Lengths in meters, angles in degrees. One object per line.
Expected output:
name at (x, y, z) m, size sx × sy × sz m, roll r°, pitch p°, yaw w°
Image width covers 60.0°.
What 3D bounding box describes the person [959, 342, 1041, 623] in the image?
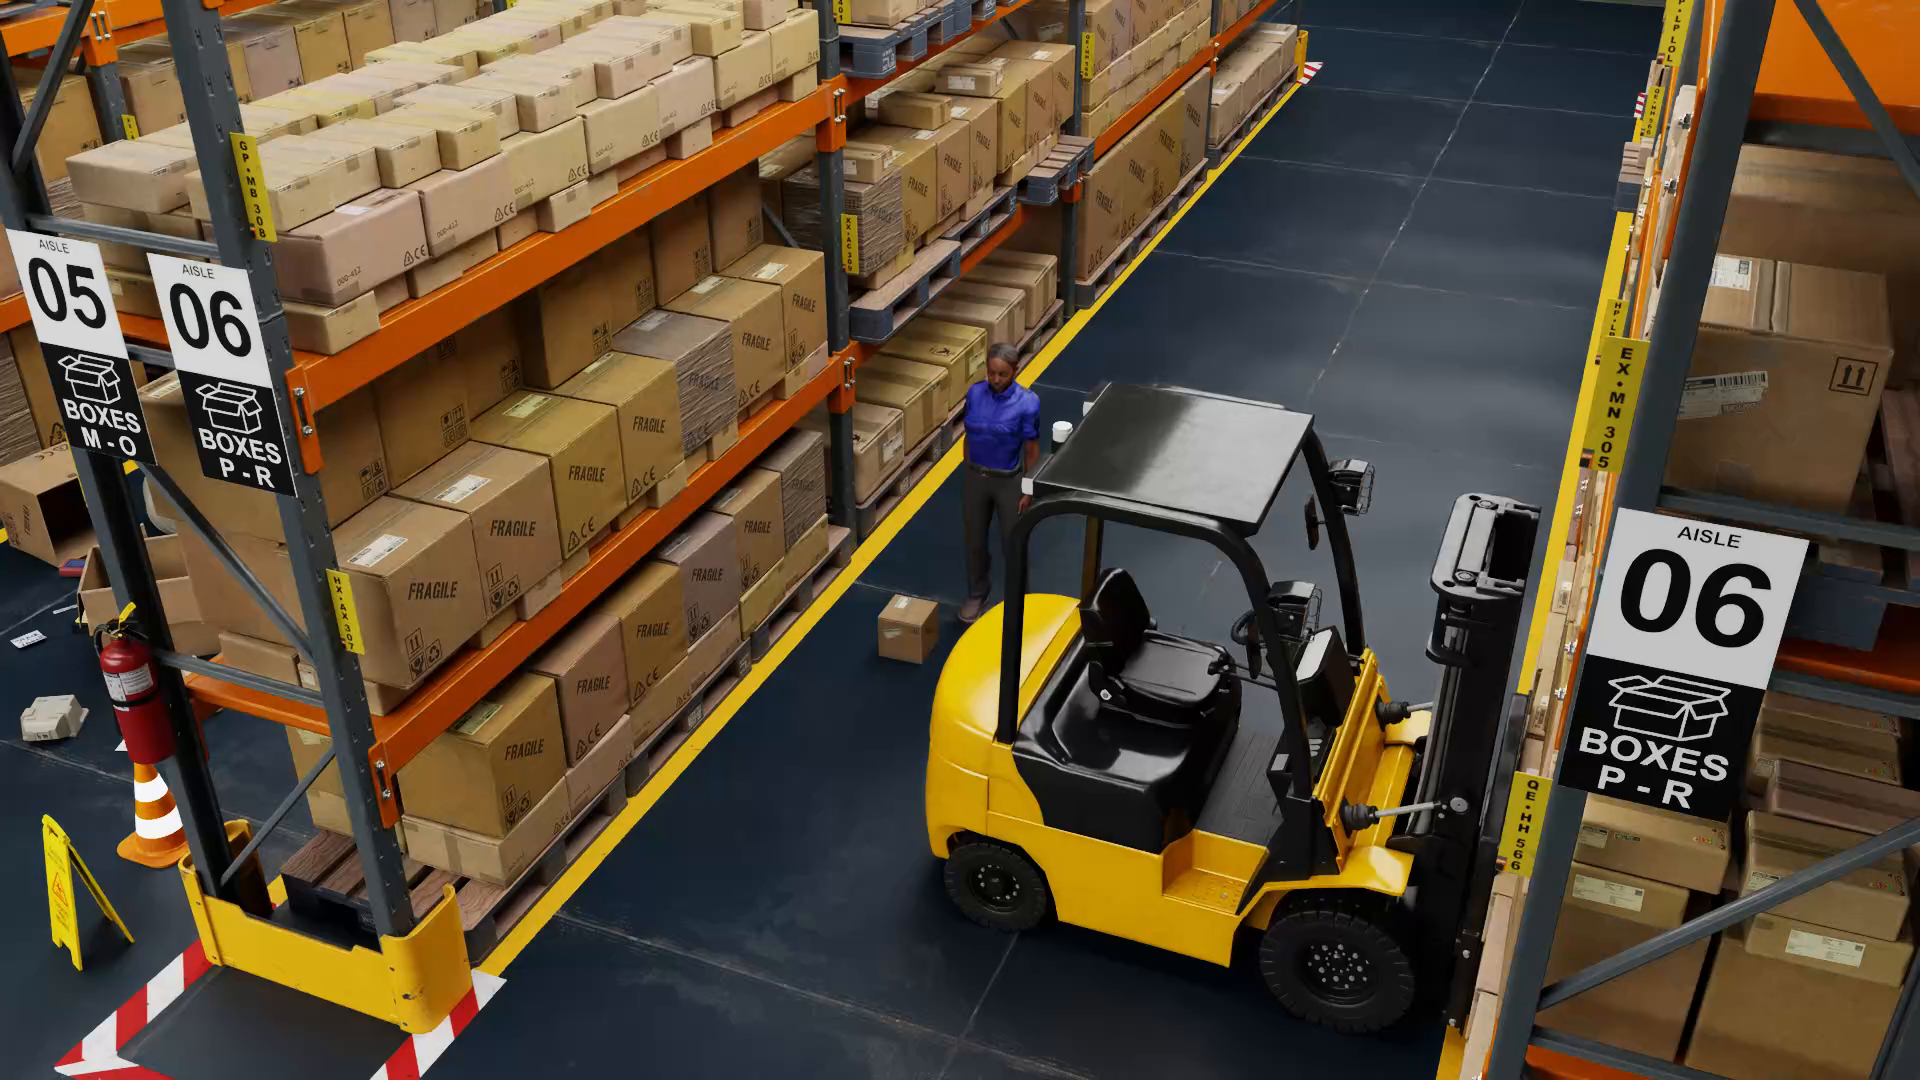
person at (0.210, -0.289, 8.906) m, size 0.437 × 1.657 × 0.300 m, roll 12°, pitch 32°, yaw 20°
